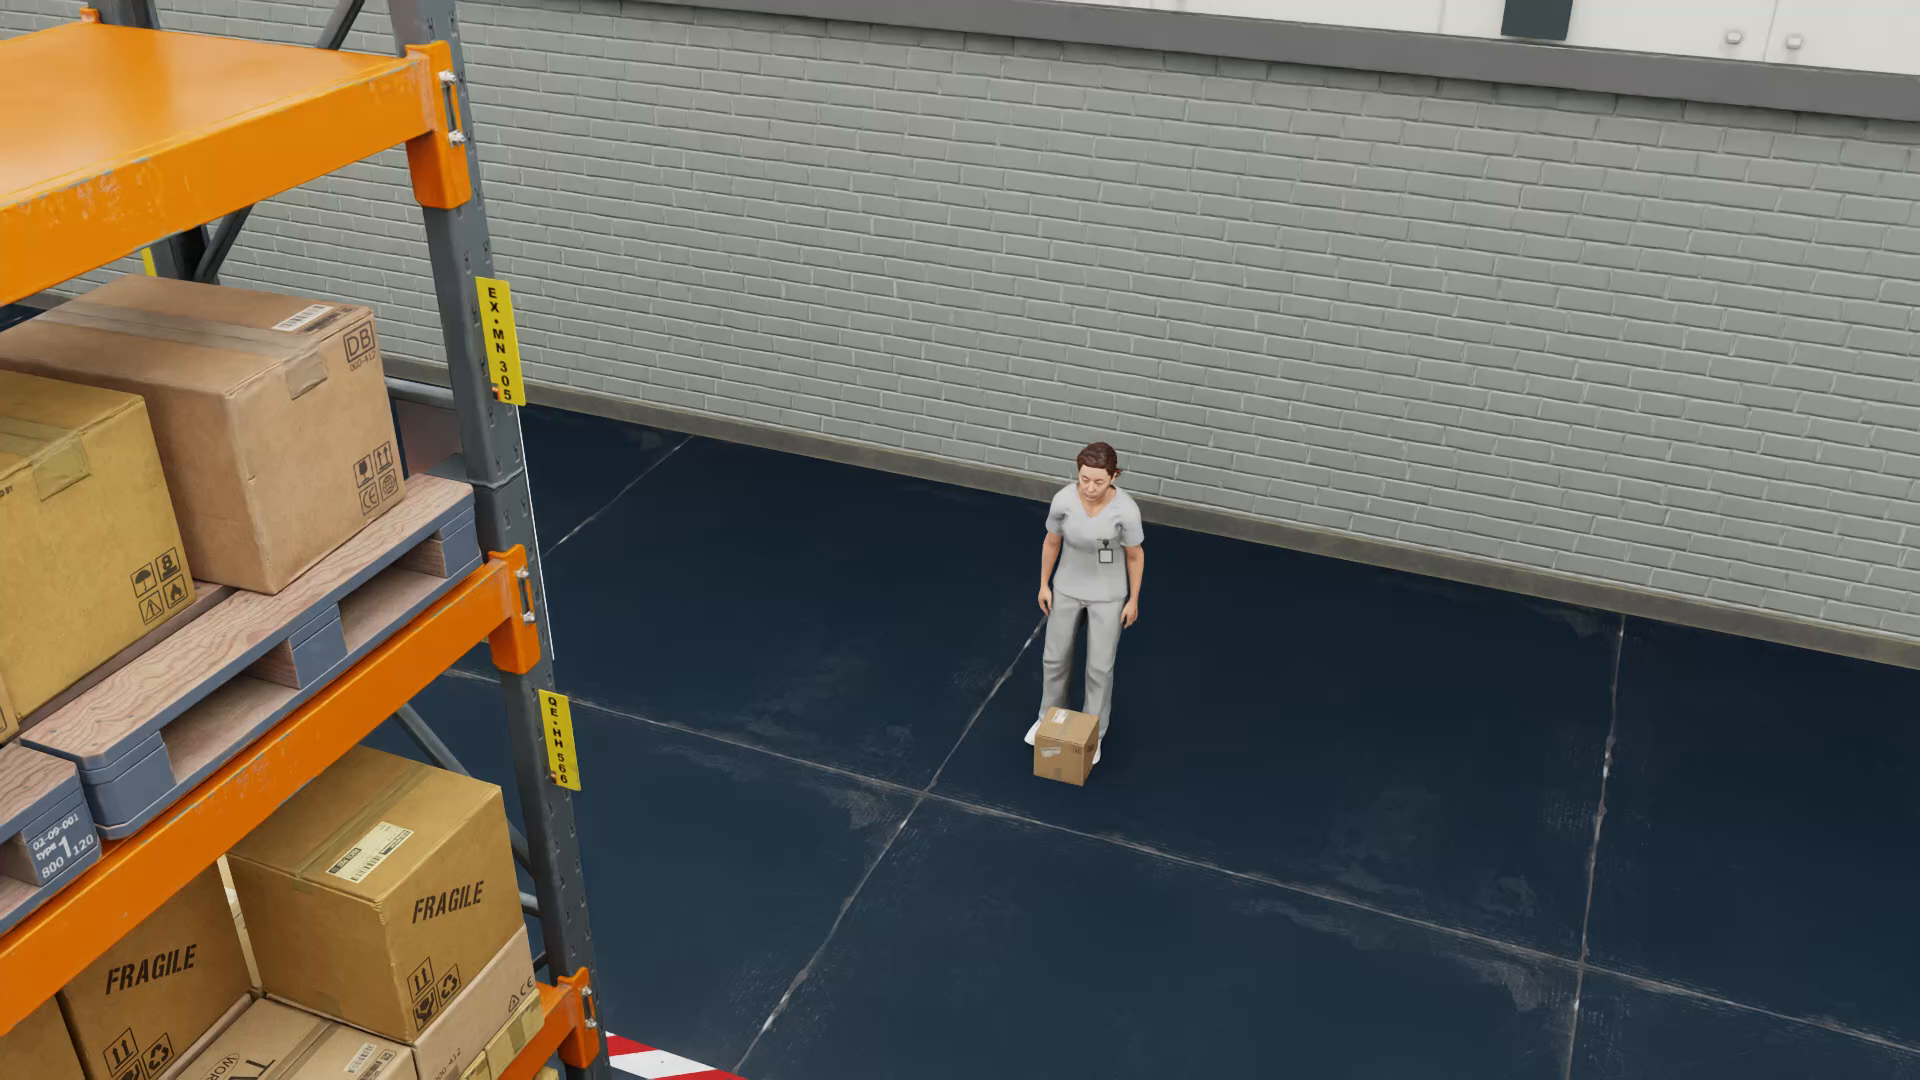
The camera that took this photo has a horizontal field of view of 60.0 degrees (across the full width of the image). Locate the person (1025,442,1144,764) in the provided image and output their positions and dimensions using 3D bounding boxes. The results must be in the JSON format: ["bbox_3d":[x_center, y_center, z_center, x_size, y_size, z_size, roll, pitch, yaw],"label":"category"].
[{"bbox_3d":[0.597,0.280,7.904,0.514,1.671,0.416,9,31,16],"label":"person"}]
